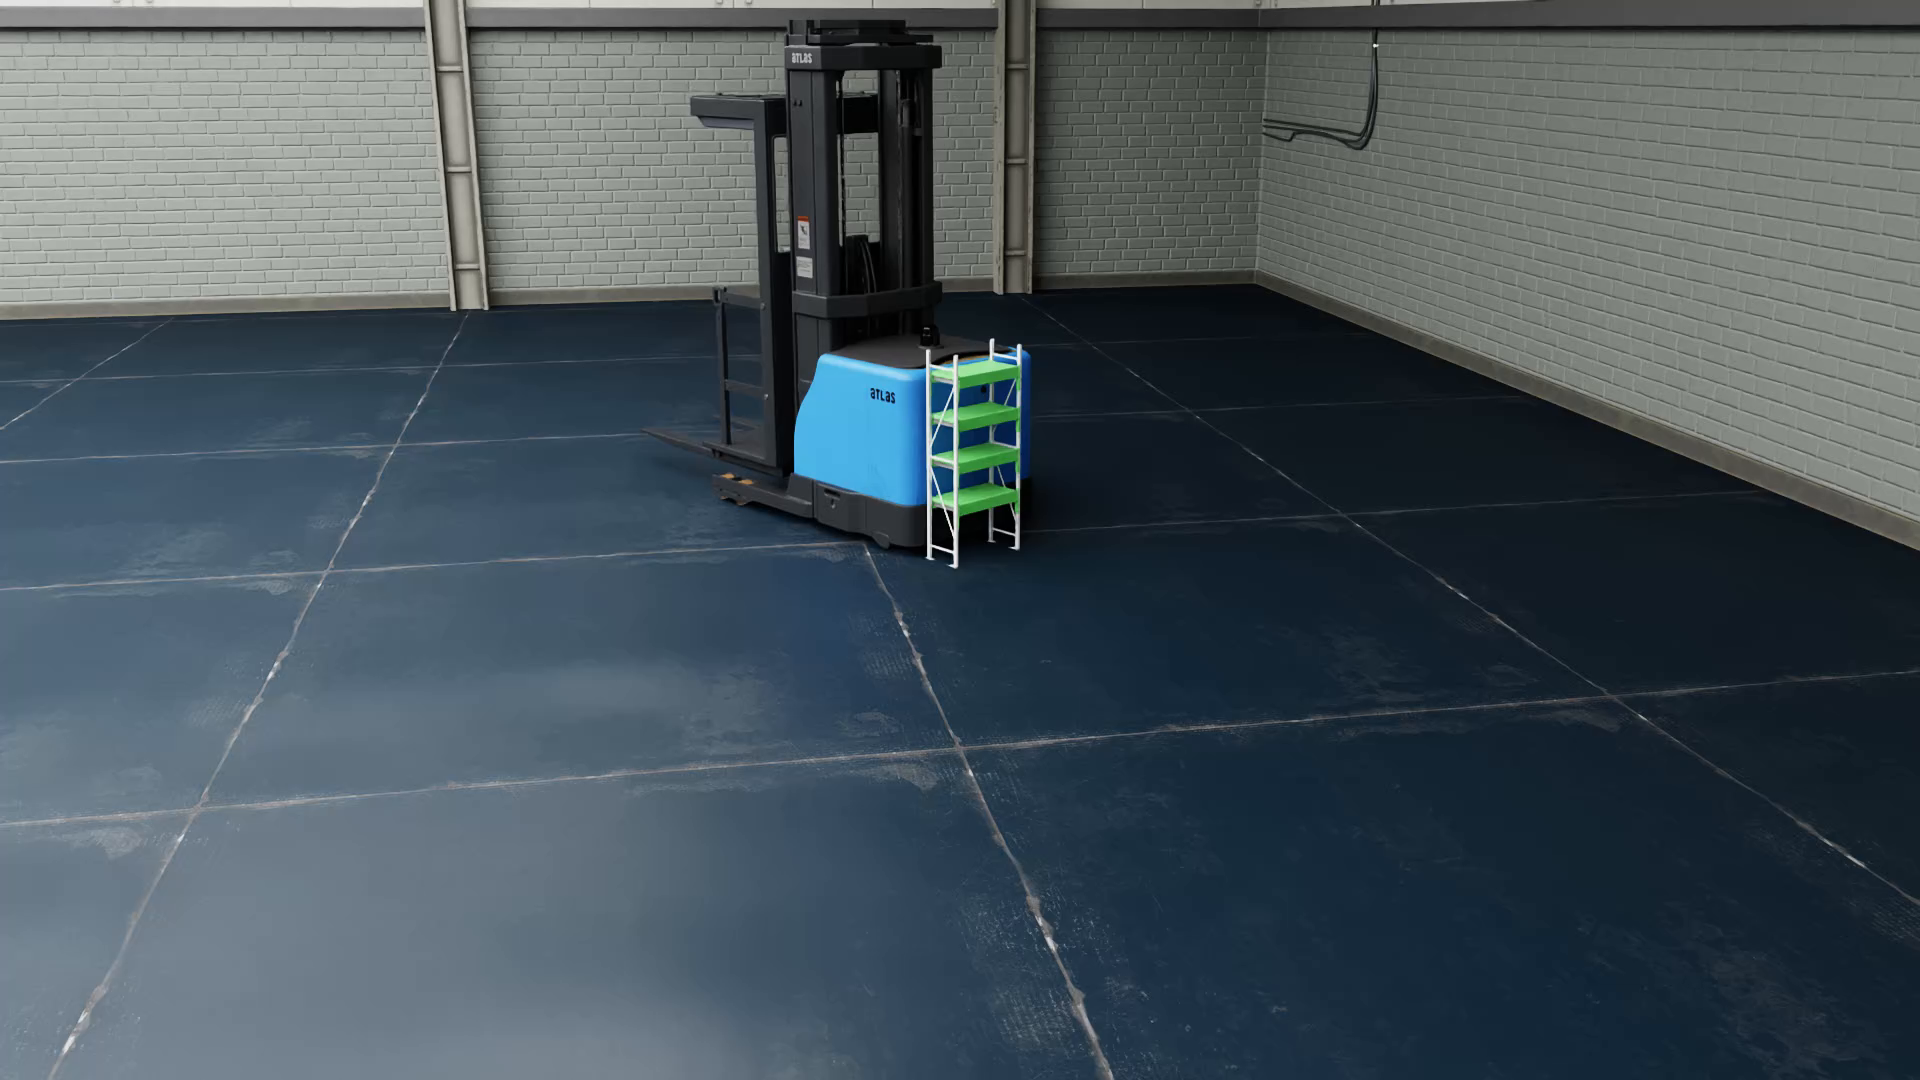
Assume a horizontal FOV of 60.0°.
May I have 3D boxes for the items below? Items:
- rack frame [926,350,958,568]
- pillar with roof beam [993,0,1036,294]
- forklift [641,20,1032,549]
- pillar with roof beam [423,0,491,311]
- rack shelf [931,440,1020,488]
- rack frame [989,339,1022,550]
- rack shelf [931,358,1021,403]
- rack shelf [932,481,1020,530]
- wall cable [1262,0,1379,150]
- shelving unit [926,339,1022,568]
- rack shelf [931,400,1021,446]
[{"bbox_3d":[-0.097,-0.442,9.209,0.015,1.200,0.240,-16,23,-41],"label":"rack frame"},{"bbox_3d":[1.420,-5.906,13.714,0.400,9.000,9.100,-3,17,-10],"label":"pillar with roof beam"},{"bbox_3d":[-0.942,-1.707,10.379,1.130,2.935,3.031,-16,23,-41],"label":"forklift"},{"bbox_3d":[-4.471,-5.572,12.626,0.400,9.000,9.100,-3,17,-10],"label":"pillar with roof beam"},{"bbox_3d":[0.080,-0.431,9.388,0.480,0.148,0.258,-16,23,-41],"label":"rack shelf"},{"bbox_3d":[0.257,-0.541,9.529,0.015,1.200,0.240,-16,23,-41],"label":"rack frame"},{"bbox_3d":[0.080,-0.889,9.247,0.480,0.148,0.258,-16,23,-41],"label":"rack shelf"},{"bbox_3d":[0.080,-0.201,9.458,0.480,0.148,0.258,-16,23,-41],"label":"rack shelf"},{"bbox_3d":[3.747,-5.446,17.504,0.112,2.526,3.097,-3,17,-10],"label":"wall cable"},{"bbox_3d":[0.080,-0.492,9.369,0.503,1.200,0.258,-16,23,-41],"label":"shelving unit"},{"bbox_3d":[0.080,-0.660,9.317,0.480,0.148,0.258,-16,23,-41],"label":"rack shelf"}]
